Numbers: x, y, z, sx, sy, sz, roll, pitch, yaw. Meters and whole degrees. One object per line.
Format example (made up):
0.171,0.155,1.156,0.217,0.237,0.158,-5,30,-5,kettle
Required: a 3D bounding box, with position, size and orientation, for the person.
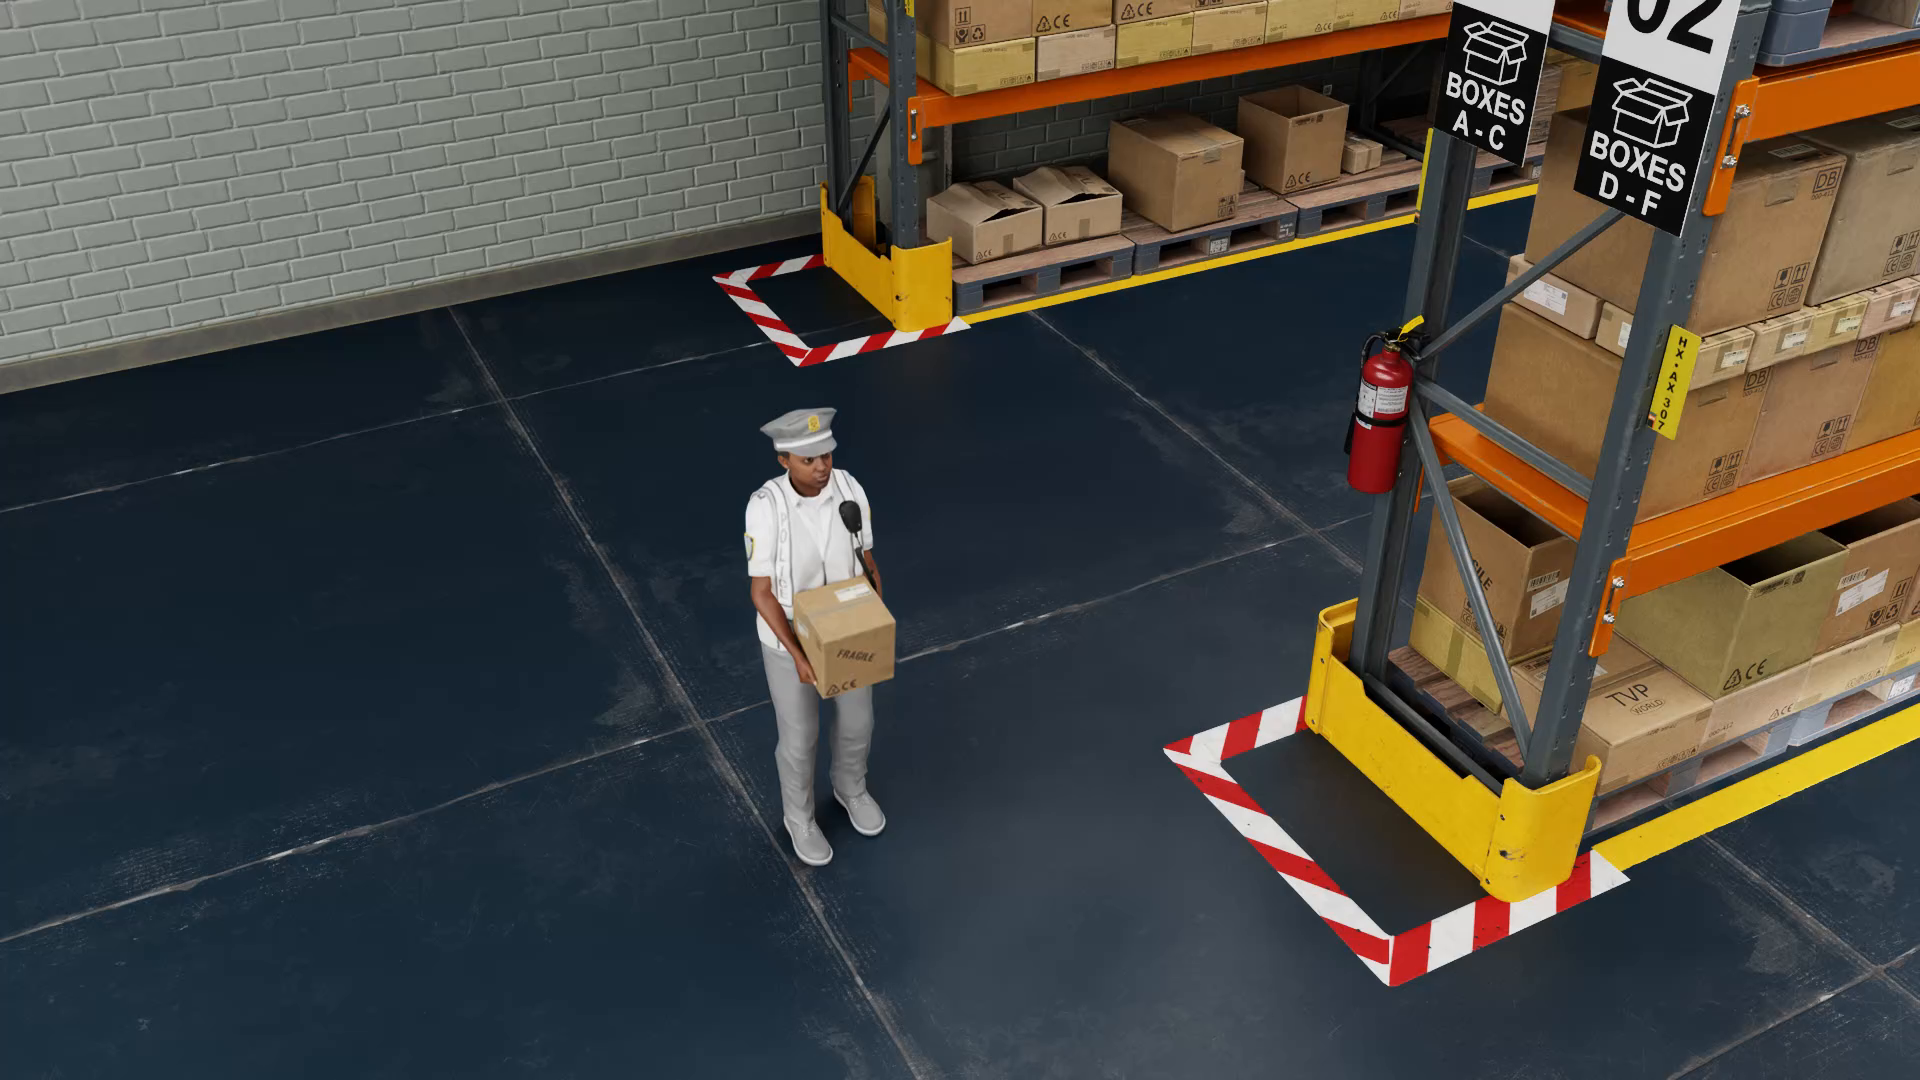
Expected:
-0.458,0.348,5.587,0.450,1.687,0.539,-15,36,-22,person
